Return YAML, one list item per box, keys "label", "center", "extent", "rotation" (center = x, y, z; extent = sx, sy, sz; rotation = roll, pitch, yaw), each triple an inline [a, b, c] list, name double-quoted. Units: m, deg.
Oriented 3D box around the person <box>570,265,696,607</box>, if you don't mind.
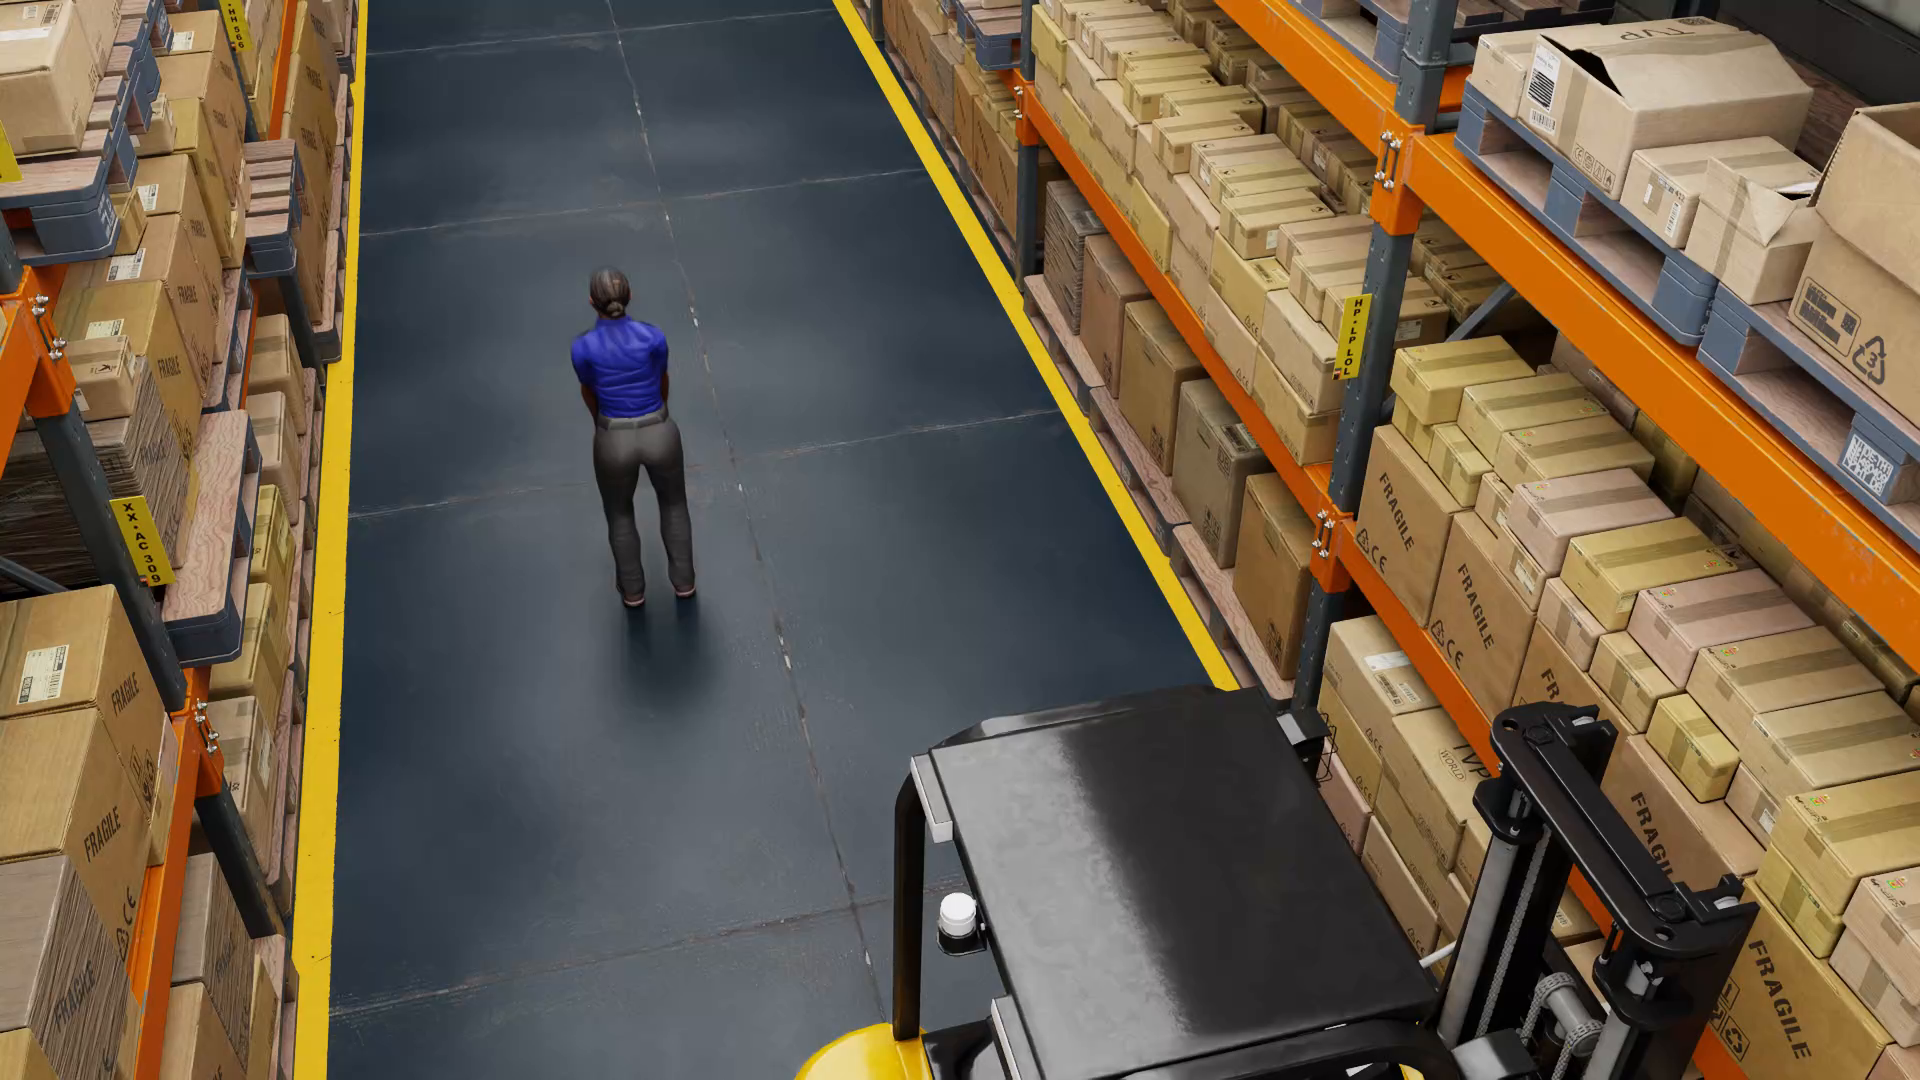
- label: "person"
  center: [-1.447, -0.472, 7.328]
  extent: [0.411, 1.648, 0.528]
  rotation: [-10, 40, -13]
